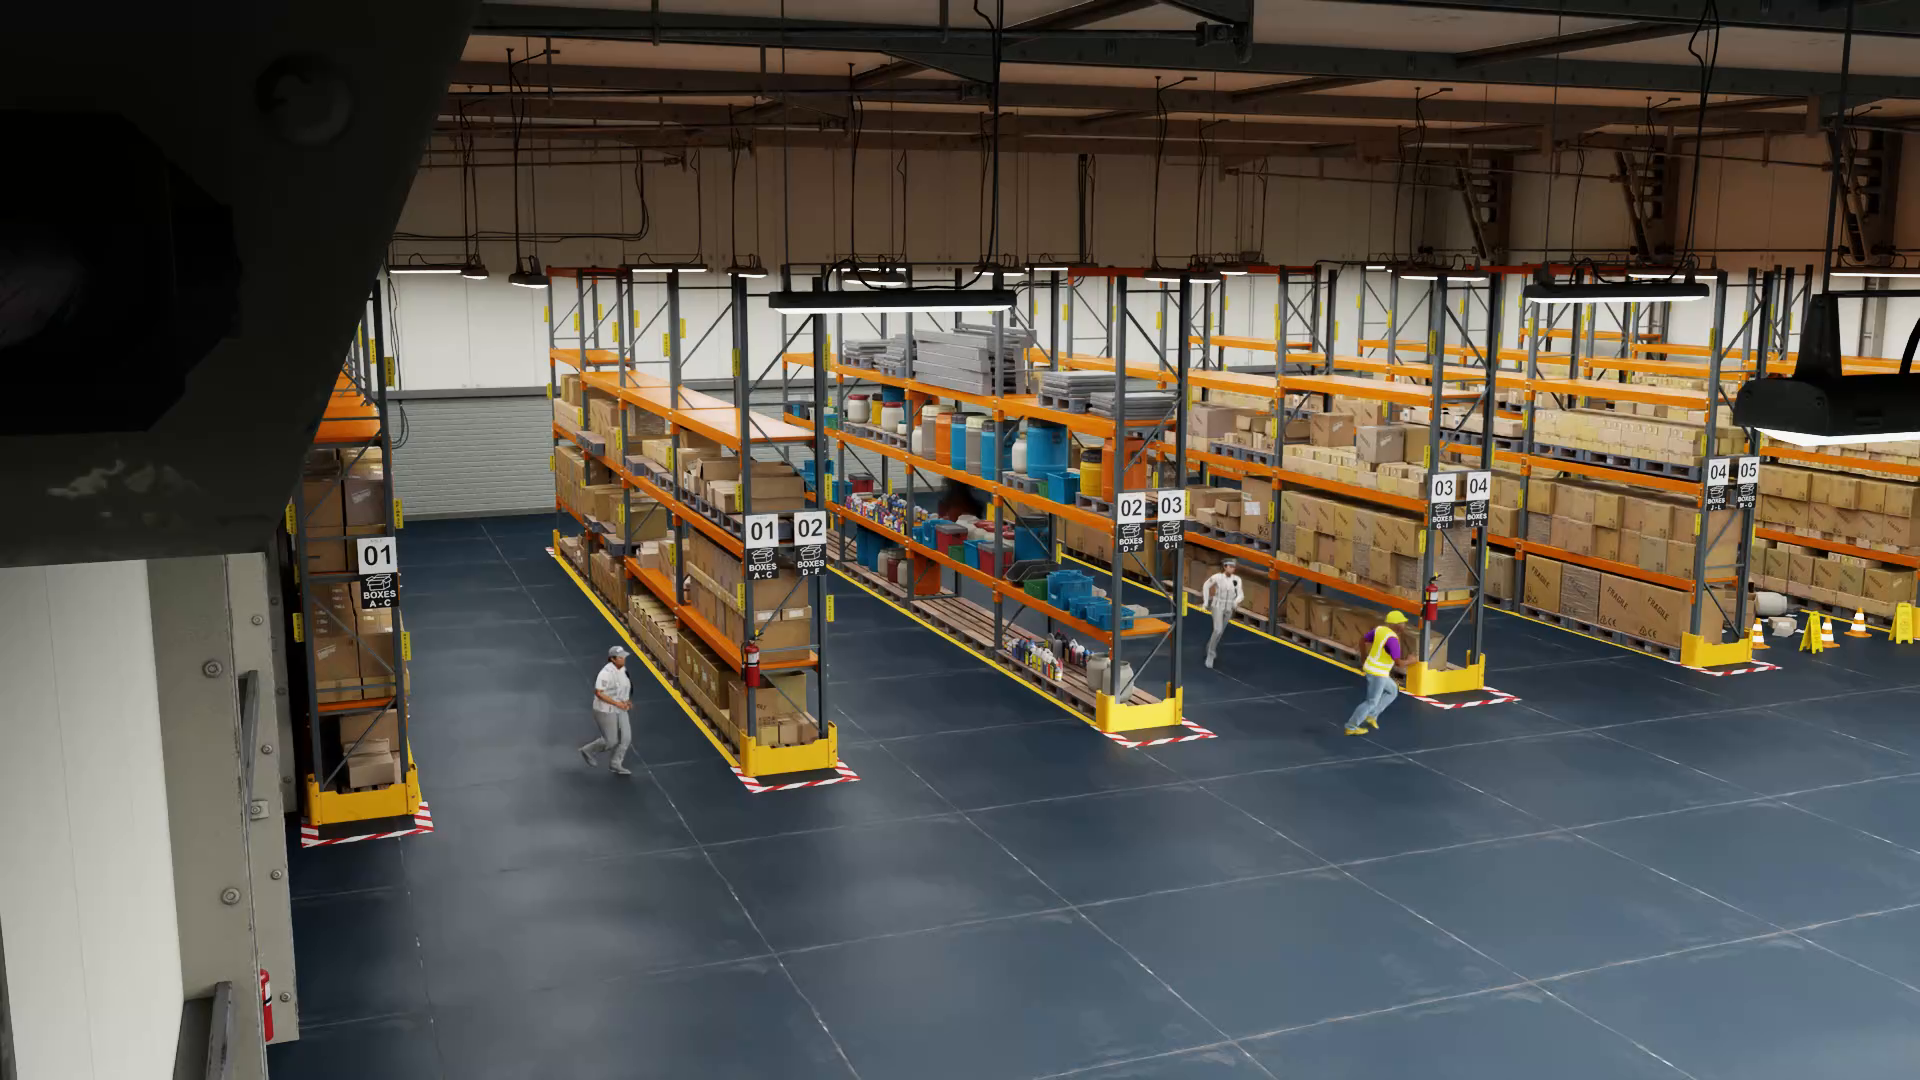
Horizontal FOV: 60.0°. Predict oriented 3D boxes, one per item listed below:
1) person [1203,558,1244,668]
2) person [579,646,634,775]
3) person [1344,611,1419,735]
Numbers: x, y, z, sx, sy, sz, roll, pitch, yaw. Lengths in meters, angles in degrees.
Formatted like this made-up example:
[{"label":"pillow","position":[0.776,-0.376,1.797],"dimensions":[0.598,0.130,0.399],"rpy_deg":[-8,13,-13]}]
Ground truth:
[{"label":"person","position":[4.024,1.076,25.619],"dimensions":[0.661,1.666,0.799],"rpy_deg":[-2,10,-10]},{"label":"person","position":[-4.297,2.065,20.260],"dimensions":[0.715,1.616,0.604],"rpy_deg":[4,11,23]},{"label":"person","position":[5.536,1.734,21.825],"dimensions":[0.932,1.657,0.708],"rpy_deg":[0,10,2]}]
